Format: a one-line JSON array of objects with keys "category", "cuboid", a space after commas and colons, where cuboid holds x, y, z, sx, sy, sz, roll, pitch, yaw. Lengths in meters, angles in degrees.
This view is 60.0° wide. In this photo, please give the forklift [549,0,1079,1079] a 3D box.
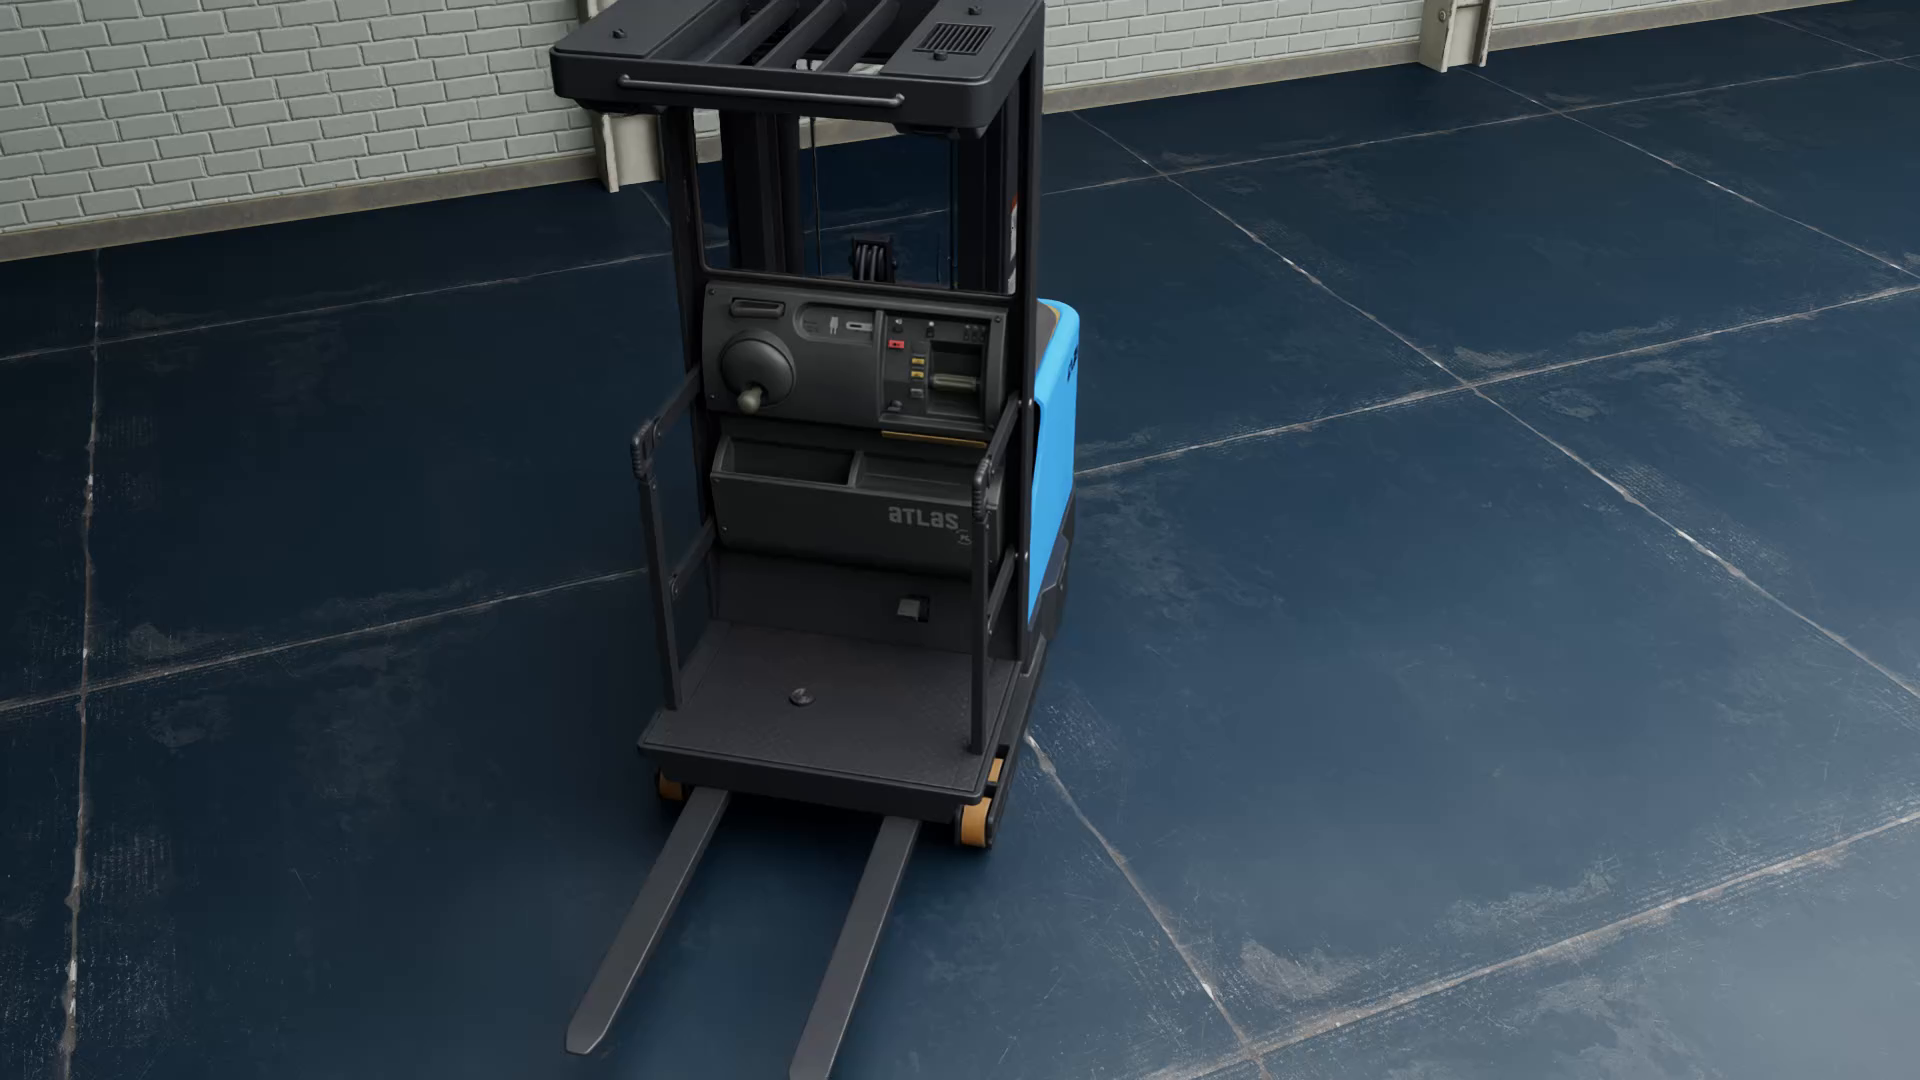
[{"category": "forklift", "cuboid": [-0.368, -0.484, 4.806, 1.130, 2.935, 3.031, 7, 34, 11]}]

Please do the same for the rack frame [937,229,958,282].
[{"category": "rack frame", "cuboid": [-0.038, -0.631, 6.620, 0.006, 1.200, 0.240, -14, 35, -20]}]

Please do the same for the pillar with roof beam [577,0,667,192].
[{"category": "pillar with roof beam", "cuboid": [-0.306, -3.804, 4.345, 0.400, 9.000, 9.100, -13, 35, -19]}]

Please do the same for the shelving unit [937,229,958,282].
[{"category": "shelving unit", "cuboid": [0.045, -0.652, 6.651, 0.189, 1.200, 0.258, -14, 35, -20]}]

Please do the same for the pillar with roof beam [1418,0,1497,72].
[{"category": "pillar with roof beam", "cuboid": [5.226, -5.071, 6.292, 0.400, 9.000, 9.100, -13, 35, -19]}]
